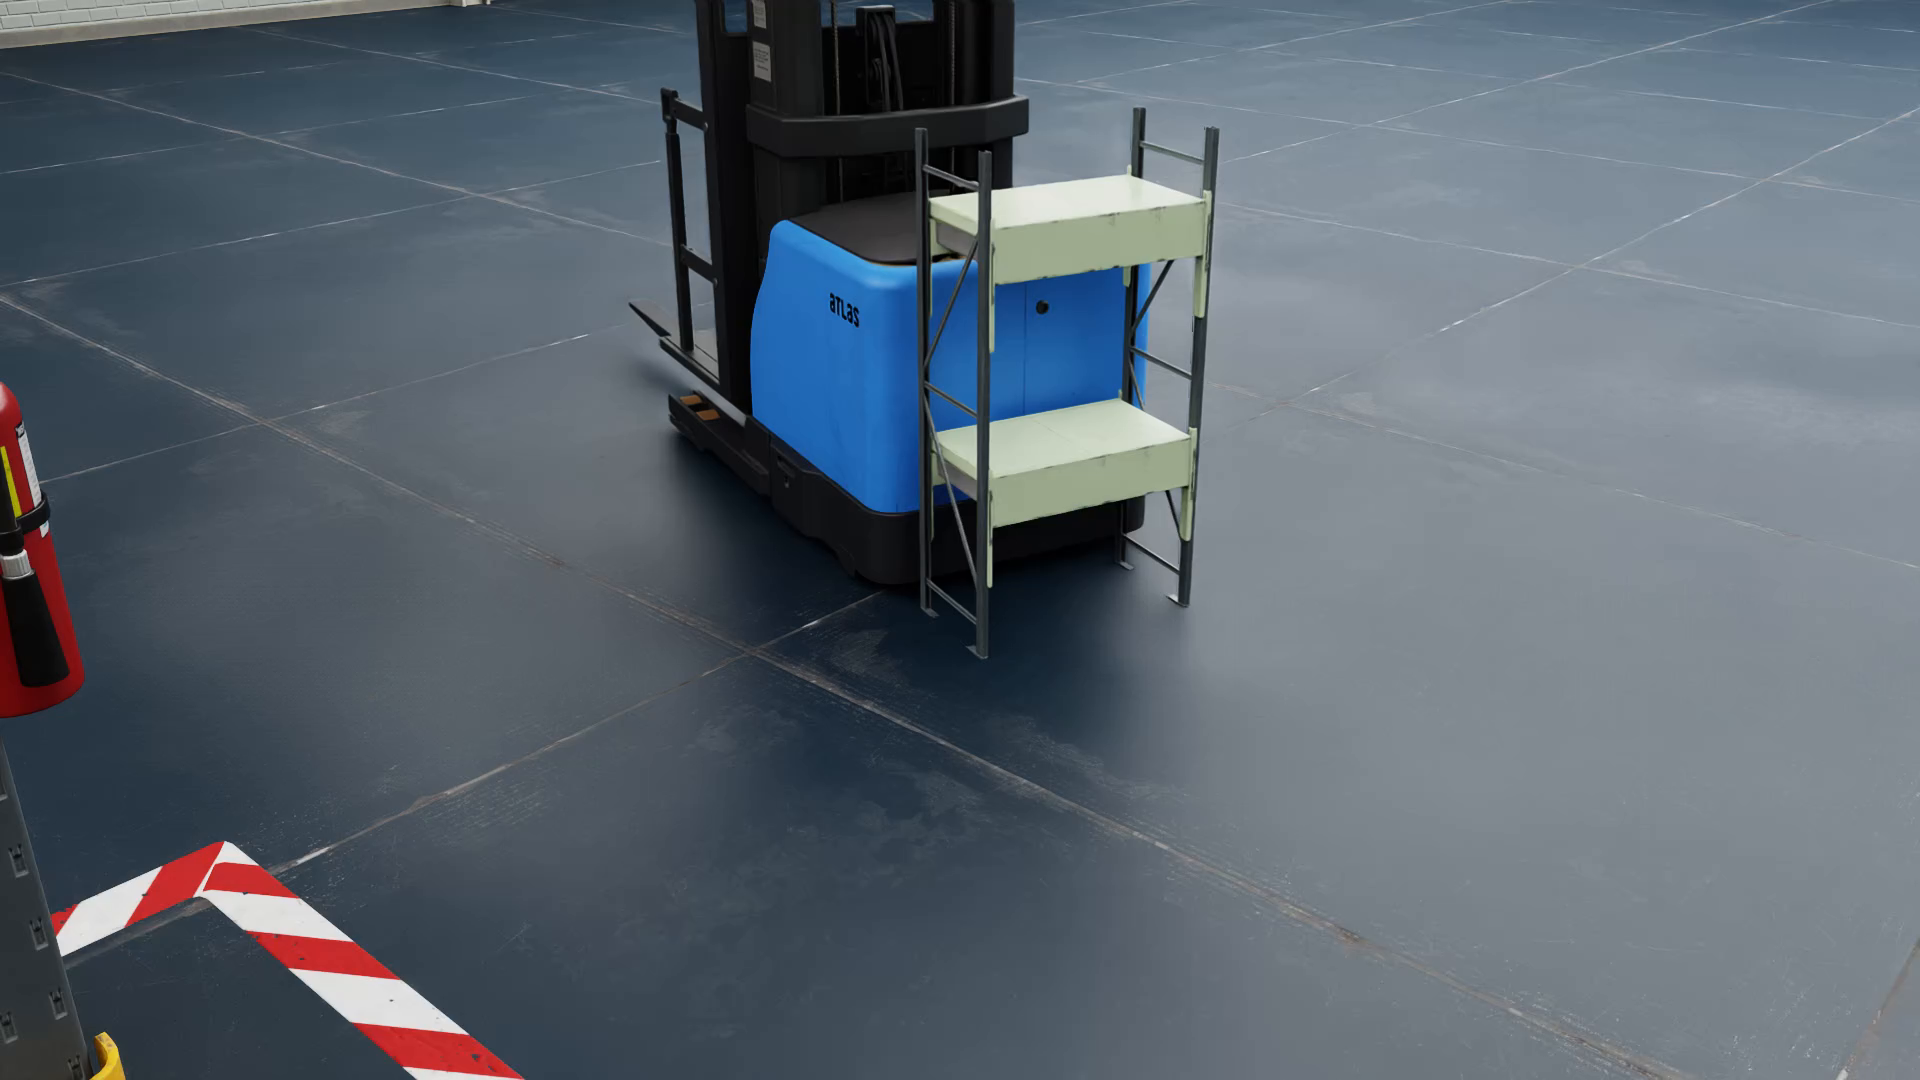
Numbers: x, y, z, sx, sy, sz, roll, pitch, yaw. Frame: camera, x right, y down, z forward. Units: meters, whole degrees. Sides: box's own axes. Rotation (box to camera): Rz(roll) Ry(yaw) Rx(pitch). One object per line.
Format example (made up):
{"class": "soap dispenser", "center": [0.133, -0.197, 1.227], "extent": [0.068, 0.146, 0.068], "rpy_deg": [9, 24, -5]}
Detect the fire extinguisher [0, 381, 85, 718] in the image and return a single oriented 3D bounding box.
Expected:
{"class": "fire extinguisher", "center": [-1.403, -0.079, 2.354], "extent": [0.296, 0.674, 0.183], "rpy_deg": [20, 31, 38]}

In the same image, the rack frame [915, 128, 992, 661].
{"class": "rack frame", "center": [-0.021, -0.398, 4.805], "extent": [0.023, 1.500, 0.400], "rpy_deg": [-12, 27, -26]}

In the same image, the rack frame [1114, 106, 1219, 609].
{"class": "rack frame", "center": [0.623, -0.540, 5.122], "extent": [0.023, 1.500, 0.400], "rpy_deg": [-12, 27, -26]}

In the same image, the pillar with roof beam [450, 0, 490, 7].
{"class": "pillar with roof beam", "center": [-2.822, -9.517, 15.977], "extent": [9.100, 9.000, 0.400], "rpy_deg": [20, 31, 38]}

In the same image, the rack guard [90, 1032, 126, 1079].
{"class": "rack guard", "center": [-1.873, 0.959, 3.001], "extent": [1.175, 0.500, 0.348], "rpy_deg": [20, 31, 38]}

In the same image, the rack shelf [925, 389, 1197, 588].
{"class": "rack shelf", "center": [0.301, -0.172, 5.097], "extent": [0.720, 0.370, 0.431], "rpy_deg": [-12, 27, -26]}

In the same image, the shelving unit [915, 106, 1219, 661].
{"class": "shelving unit", "center": [0.301, -0.469, 4.963], "extent": [0.755, 1.500, 0.431], "rpy_deg": [-12, 27, -26]}

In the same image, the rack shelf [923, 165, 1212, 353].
{"class": "rack shelf", "center": [0.301, -0.825, 4.804], "extent": [0.720, 0.370, 0.431], "rpy_deg": [-12, 27, -26]}

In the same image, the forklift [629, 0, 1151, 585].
{"class": "forklift", "center": [-0.512, -1.761, 6.096], "extent": [1.130, 2.935, 3.031], "rpy_deg": [-12, 27, -26]}
